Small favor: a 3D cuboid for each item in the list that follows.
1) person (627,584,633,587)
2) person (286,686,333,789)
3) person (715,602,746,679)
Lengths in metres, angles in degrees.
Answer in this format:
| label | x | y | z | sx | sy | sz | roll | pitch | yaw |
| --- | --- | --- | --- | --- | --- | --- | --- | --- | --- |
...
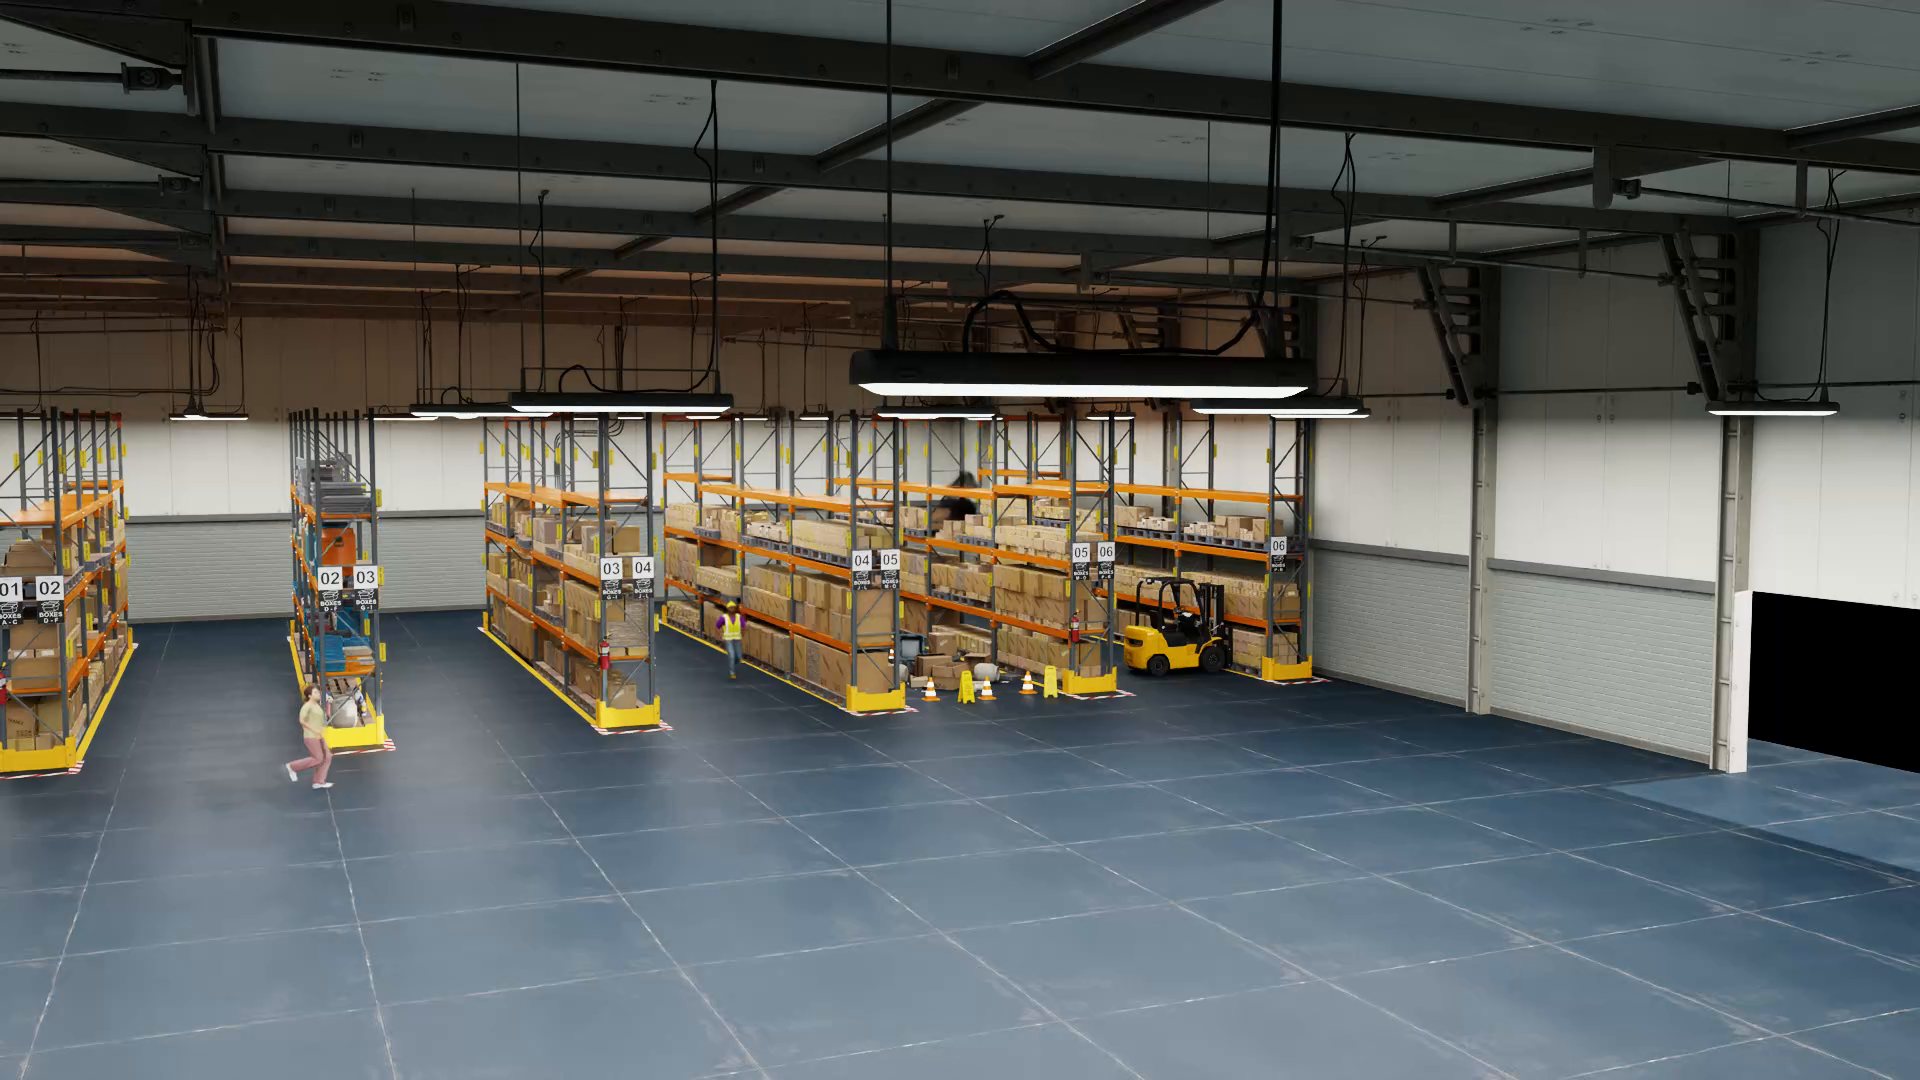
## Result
| label | x | y | z | sx | sy | sz | roll | pitch | yaw |
| --- | --- | --- | --- | --- | --- | --- | --- | --- | --- |
| person | -9.332 | 1.602 | 46.512 | 0.573 | 1.784 | 0.823 | -1 | 4 | -20 |
| person | -10.199 | 3.091 | 26.133 | 0.671 | 1.618 | 0.610 | 0 | 4 | 1 |
| person | -5.137 | 2.245 | 37.369 | 0.707 | 1.725 | 0.741 | -2 | 4 | -23 |
